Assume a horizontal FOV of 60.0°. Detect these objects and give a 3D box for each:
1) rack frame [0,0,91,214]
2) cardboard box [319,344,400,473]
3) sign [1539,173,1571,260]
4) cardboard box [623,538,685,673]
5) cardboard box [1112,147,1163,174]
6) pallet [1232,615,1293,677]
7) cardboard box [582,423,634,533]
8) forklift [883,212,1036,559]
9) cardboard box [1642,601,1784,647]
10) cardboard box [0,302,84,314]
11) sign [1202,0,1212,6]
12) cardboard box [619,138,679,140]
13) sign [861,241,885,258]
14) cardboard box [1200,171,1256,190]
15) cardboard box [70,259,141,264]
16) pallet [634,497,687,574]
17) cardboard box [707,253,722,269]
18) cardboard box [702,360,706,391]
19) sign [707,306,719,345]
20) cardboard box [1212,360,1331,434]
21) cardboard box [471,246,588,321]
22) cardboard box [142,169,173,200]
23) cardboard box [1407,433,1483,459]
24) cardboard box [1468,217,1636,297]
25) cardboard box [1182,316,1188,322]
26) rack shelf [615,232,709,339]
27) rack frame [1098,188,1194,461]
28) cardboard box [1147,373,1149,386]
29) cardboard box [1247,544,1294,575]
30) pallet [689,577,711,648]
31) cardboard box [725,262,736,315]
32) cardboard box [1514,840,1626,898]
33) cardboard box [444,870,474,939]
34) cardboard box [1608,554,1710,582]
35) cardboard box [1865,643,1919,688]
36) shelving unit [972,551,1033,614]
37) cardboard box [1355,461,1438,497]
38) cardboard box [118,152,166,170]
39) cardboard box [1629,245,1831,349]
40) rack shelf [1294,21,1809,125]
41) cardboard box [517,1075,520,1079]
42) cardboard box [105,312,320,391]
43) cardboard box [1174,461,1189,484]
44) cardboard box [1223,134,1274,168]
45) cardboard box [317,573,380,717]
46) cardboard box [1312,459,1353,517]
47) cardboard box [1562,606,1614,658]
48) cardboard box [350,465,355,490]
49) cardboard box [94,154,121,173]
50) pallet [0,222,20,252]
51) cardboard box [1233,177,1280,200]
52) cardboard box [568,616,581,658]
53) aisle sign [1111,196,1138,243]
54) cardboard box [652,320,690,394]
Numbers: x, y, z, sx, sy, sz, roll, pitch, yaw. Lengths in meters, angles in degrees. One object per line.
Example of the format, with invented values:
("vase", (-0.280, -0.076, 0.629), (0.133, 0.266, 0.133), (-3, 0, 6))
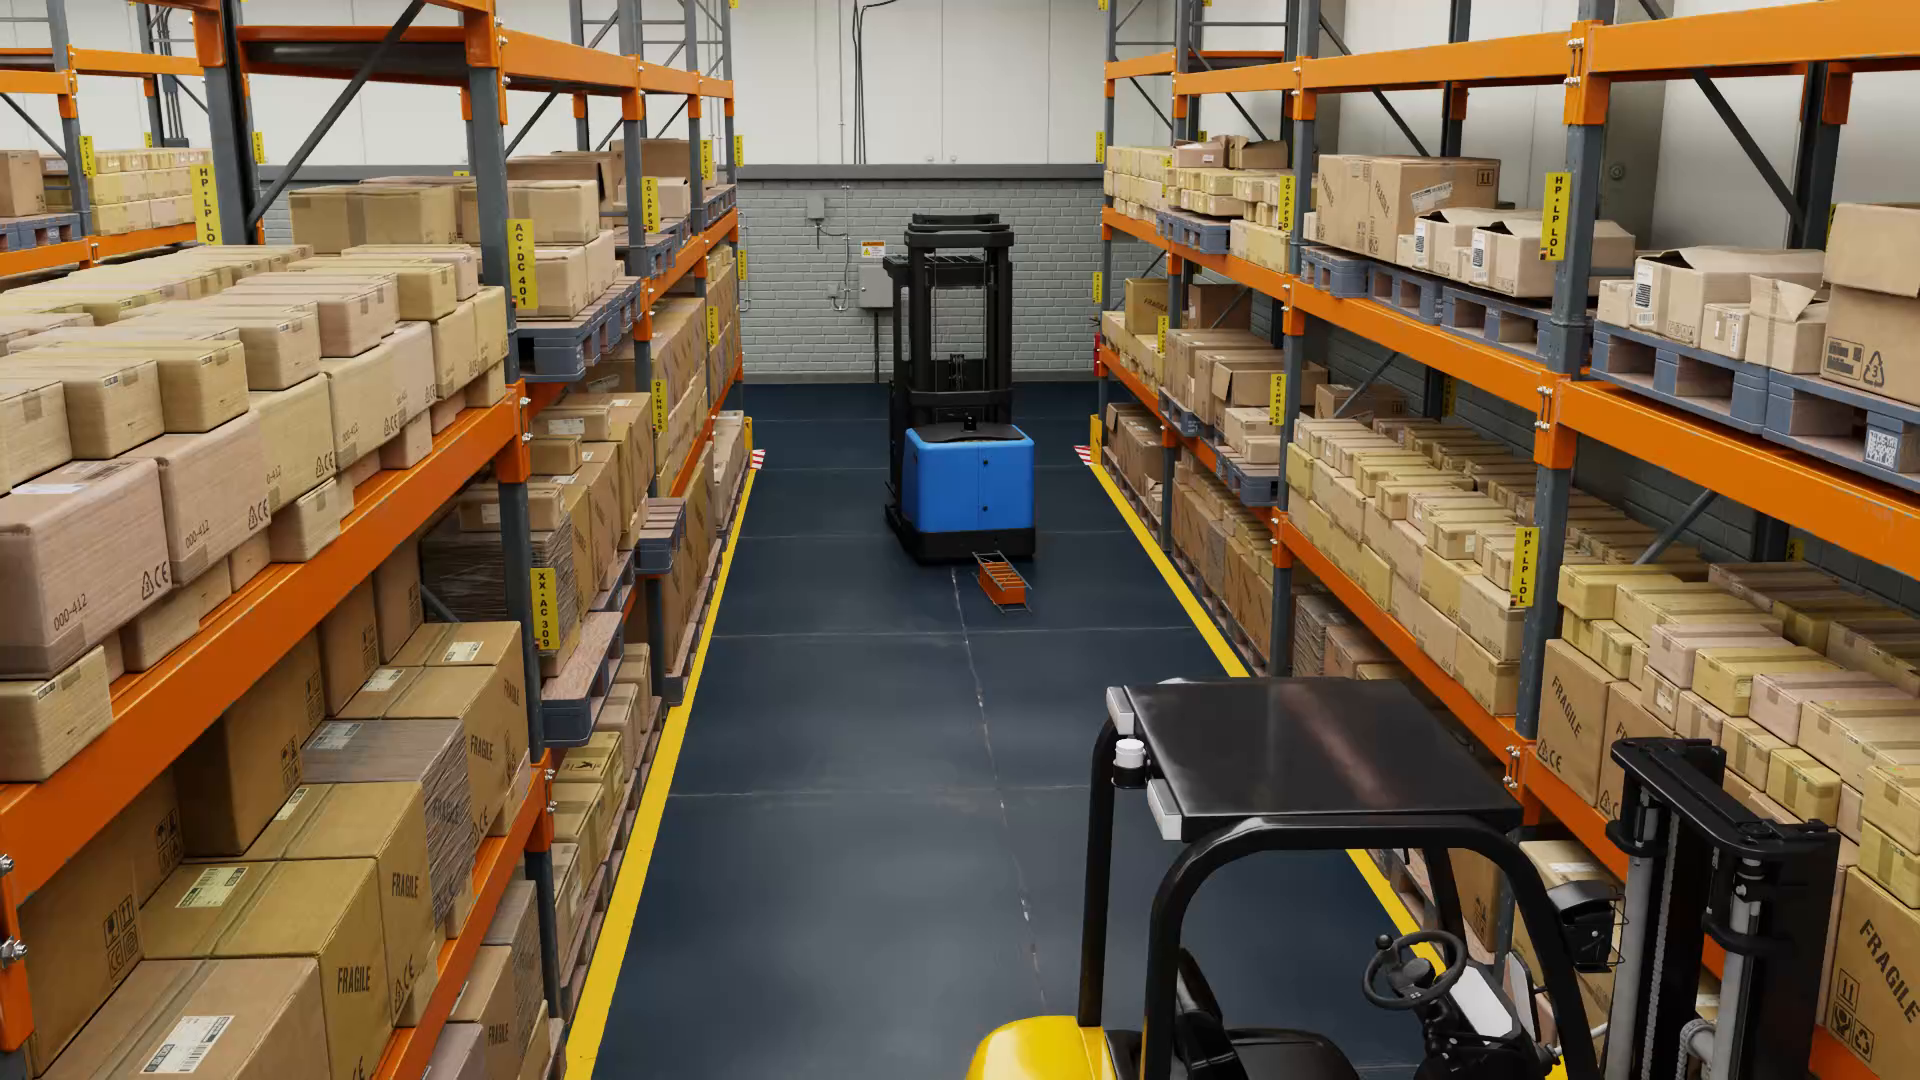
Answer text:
("rack frame", (-7.584, -4.096, 13.108), (1.000, 3.000, 0.127), (-1, 14, -3))
("cardboard box", (-1.762, -0.342, 4.243), (0.500, 0.250, 0.500), (-1, 14, -2))
("sign", (2.258, -1.224, 6.300), (0.100, 0.325, 0.005), (-1, 14, -3))
("cardboard box", (-2.362, 0.356, 11.269), (0.875, 0.875, 0.875), (-1, 14, -4))
("cardboard box", (1.846, -3.889, 17.027), (0.500, 0.250, 0.500), (-1, 14, -4))
("pallet", (2.543, 0.790, 11.757), (1.003, 0.211, 1.213), (-1, 14, -3))
("cardboard box", (-2.021, -0.330, 8.873), (0.500, 0.500, 0.500), (-2, 15, -7))
("forklift", (-0.112, -1.573, 15.480), (1.130, 2.935, 3.031), (-3, 15, -10))
("cardboard box", (2.654, 0.324, 5.870), (0.380, 0.149, 0.250), (-1, 14, -4))
("cardboard box", (-2.351, -0.485, 3.999), (0.380, 0.149, 0.250), (-1, 14, -2))
("sign", (2.611, -5.802, 17.548), (0.100, 0.325, 0.005), (-1, 14, -3))
("cardboard box", (-2.923, -3.536, 15.708), (0.500, 0.500, 0.500), (-1, 14, -2))
("sign", (-1.233, -4.135, 23.645), (0.339, 0.242, 0.001), (-1, 14, -3))
("cardboard box", (2.062, -2.760, 12.801), (0.380, 0.149, 0.250), (-1, 14, -3))
("cardboard box", (-7.987, -2.364, 15.614), (0.500, 0.500, 0.500), (-1, 14, -5))
("pallet", (-2.252, -0.028, 9.726), (1.213, 0.211, 1.003), (-1, 14, -3))
("cardboard box", (-2.542, -2.731, 16.334), (0.380, 0.149, 0.250), (-1, 14, -2))
("cardboard box", (-2.380, -1.355, 13.795), (0.500, 0.250, 0.500), (-1, 14, -3))
("sign", (-2.109, -1.825, 14.158), (0.100, 0.325, 0.005), (-1, 14, -3))
("cardboard box", (2.266, -1.031, 12.187), (0.797, 0.503, 0.637), (-1, 14, -5))
("cardboard box", (-1.791, -1.037, 6.699), (0.500, 0.250, 0.500), (-1, 14, -5))
("cardboard box", (-7.418, -3.185, 14.887), (0.500, 0.250, 0.500), (-1, 14, -2))
("cardboard box", (2.857, -0.531, 9.790), (0.380, 0.149, 0.250), (-1, 14, -3))
("cardboard box", (2.511, -1.217, 7.077), (0.500, 0.311, 0.500), (-1, 14, -5))
("cardboard box", (2.380, -2.197, 17.473), (0.500, 0.250, 0.500), (-1, 14, -3))
("rack shelf", (-2.526, -1.899, 12.033), (1.077, 0.370, 4.000), (-1, 14, -3))
("rack frame", (2.056, -2.364, 18.418), (1.000, 3.000, 0.127), (-1, 14, -3))
("cardboard box", (1.965, -1.517, 15.632), (0.380, 0.149, 0.250), (-1, 14, -2))
("cardboard box", (2.220, 0.132, 11.588), (0.380, 0.149, 0.250), (-2, 15, -6))
("pallet", (-2.448, 0.554, 12.675), (1.003, 0.211, 1.213), (-1, 14, -3))
("cardboard box", (-2.569, -2.573, 17.025), (0.500, 0.500, 0.500), (-1, 14, -3))
("cardboard box", (2.516, 1.390, 6.499), (0.500, 0.250, 0.500), (-1, 14, -4))
("cardboard box", (-1.764, 1.147, 5.275), (0.380, 0.149, 0.250), (-1, 14, -4))
("cardboard box", (2.992, 0.167, 7.078), (0.380, 0.149, 0.250), (-1, 14, -5))
("cardboard box", (3.199, 0.443, 5.408), (0.380, 0.149, 0.250), (-1, 14, -4))
("shelving unit", (0.333, 0.334, 13.562), (0.258, 0.189, 1.200), (-3, 15, -11))
("cardboard box", (2.368, -0.332, 9.020), (0.380, 0.149, 0.250), (-1, 14, -2))
("cardboard box", (-7.394, -3.409, 14.958), (0.380, 0.149, 0.250), (0, 14, -1))
("cardboard box", (2.608, -0.830, 5.573), (0.500, 0.311, 0.500), (-1, 14, -2))
("rack shelf", (2.676, -2.240, 8.144), (1.077, 0.370, 4.000), (-1, 14, -3))
("cardboard box", (-1.807, 2.101, 5.739), (0.500, 0.250, 0.500), (-1, 14, -5))
("cardboard box", (-1.697, -0.432, 3.792), (0.380, 0.149, 0.250), (0, 14, -2))
("cardboard box", (2.060, -0.583, 14.368), (0.380, 0.149, 0.250), (0, 14, -1))
("cardboard box", (2.391, -3.222, 13.764), (0.396, 0.266, 0.258), (-1, 14, -4))
("cardboard box", (-2.334, 0.261, 5.410), (0.700, 0.500, 0.500), (-1, 14, -3))
("cardboard box", (2.365, -0.305, 9.714), (0.500, 0.250, 0.500), (0, 14, -2))
("cardboard box", (2.557, 0.341, 6.402), (0.380, 0.149, 0.250), (-1, 14, -4))
("cardboard box", (-1.830, -0.173, 4.389), (0.380, 0.149, 0.250), (-1, 14, -4))
("cardboard box", (-7.416, -3.211, 14.189), (0.380, 0.149, 0.250), (-1, 14, -4))
("pallet", (-7.585, -2.139, 11.900), (1.213, 0.211, 1.003), (-1, 14, -3))
("cardboard box", (2.155, -2.495, 11.812), (0.380, 0.149, 0.250), (-1, 14, -3))
("cardboard box", (-1.880, 0.412, 7.292), (0.380, 0.149, 0.250), (-1, 14, -2))
("aisle sign", (1.759, -3.635, 18.143), (0.394, 0.787, 0.004), (-1, 14, -3))
("cardboard box", (-2.274, -1.334, 12.206), (0.500, 0.500, 0.500), (-1, 14, -3))
